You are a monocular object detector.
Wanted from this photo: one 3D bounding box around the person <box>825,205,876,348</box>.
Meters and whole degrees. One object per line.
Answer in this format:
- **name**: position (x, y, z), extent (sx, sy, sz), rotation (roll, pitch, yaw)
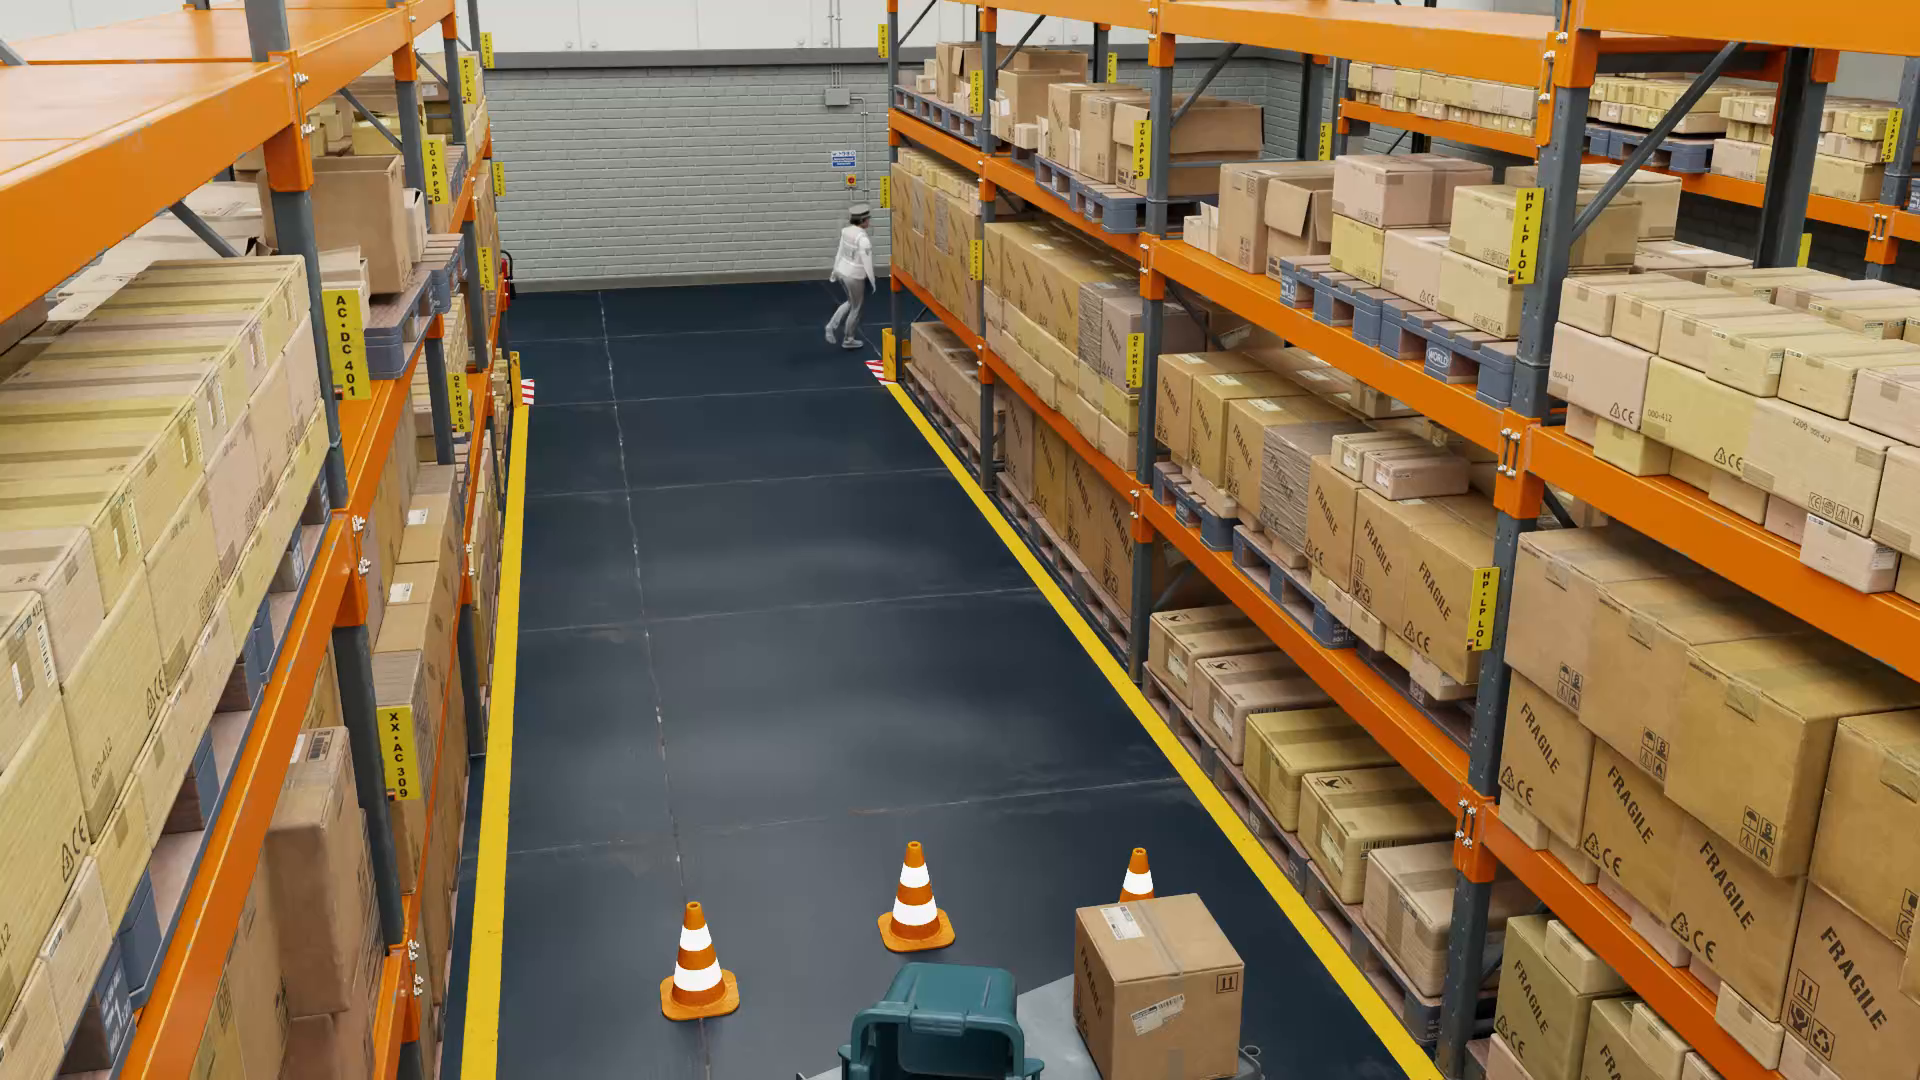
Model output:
- **person**: position (-1.245, -2.949, 18.730), extent (0.493, 1.647, 0.647), rotation (-13, 24, -32)
